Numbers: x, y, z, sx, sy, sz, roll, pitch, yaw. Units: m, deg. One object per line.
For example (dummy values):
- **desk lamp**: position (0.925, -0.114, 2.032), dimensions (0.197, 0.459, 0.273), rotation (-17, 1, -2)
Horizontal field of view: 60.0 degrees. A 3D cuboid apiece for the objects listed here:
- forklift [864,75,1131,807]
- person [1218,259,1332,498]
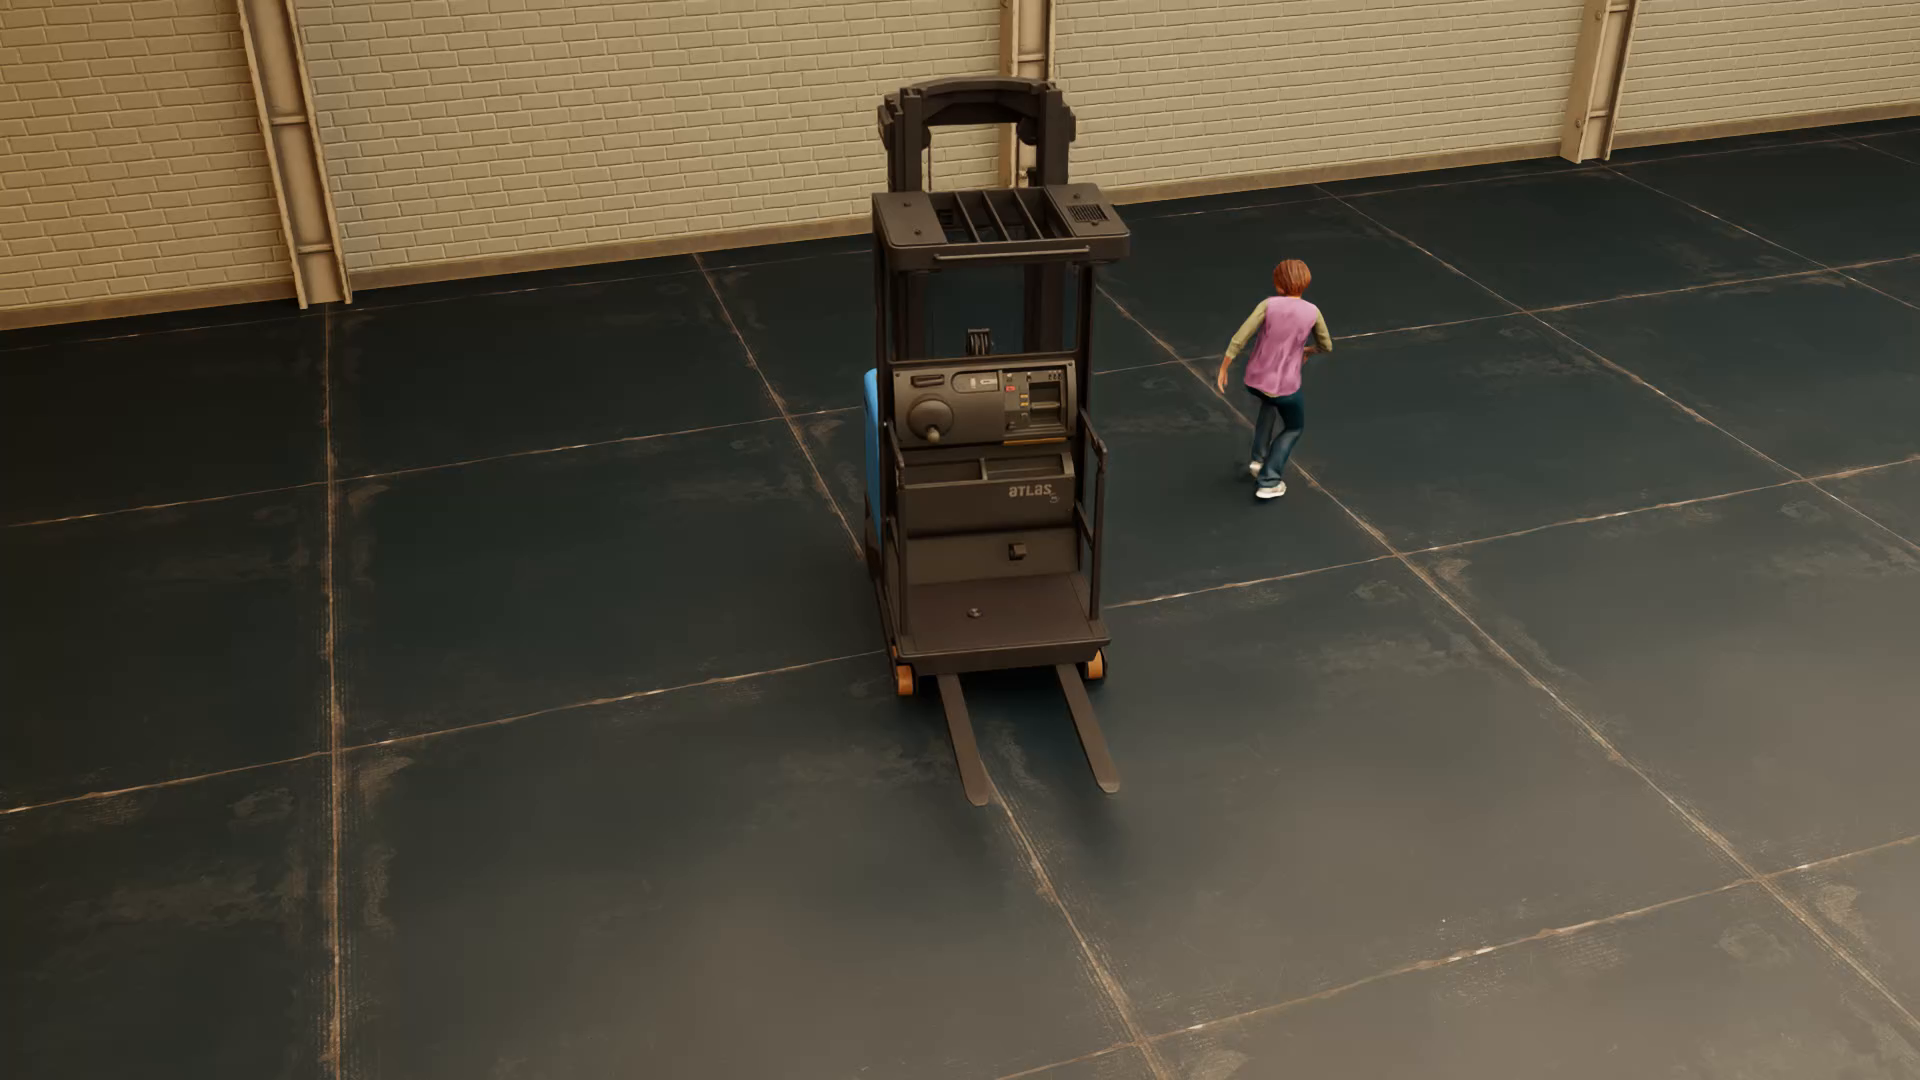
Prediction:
- **forklift**: position (0.162, -0.650, 8.217), dimensions (1.130, 2.935, 3.031), rotation (-4, 30, -8)
- **person**: position (1.951, -0.969, 10.212), dimensions (0.549, 1.564, 0.671), rotation (17, 34, 27)
